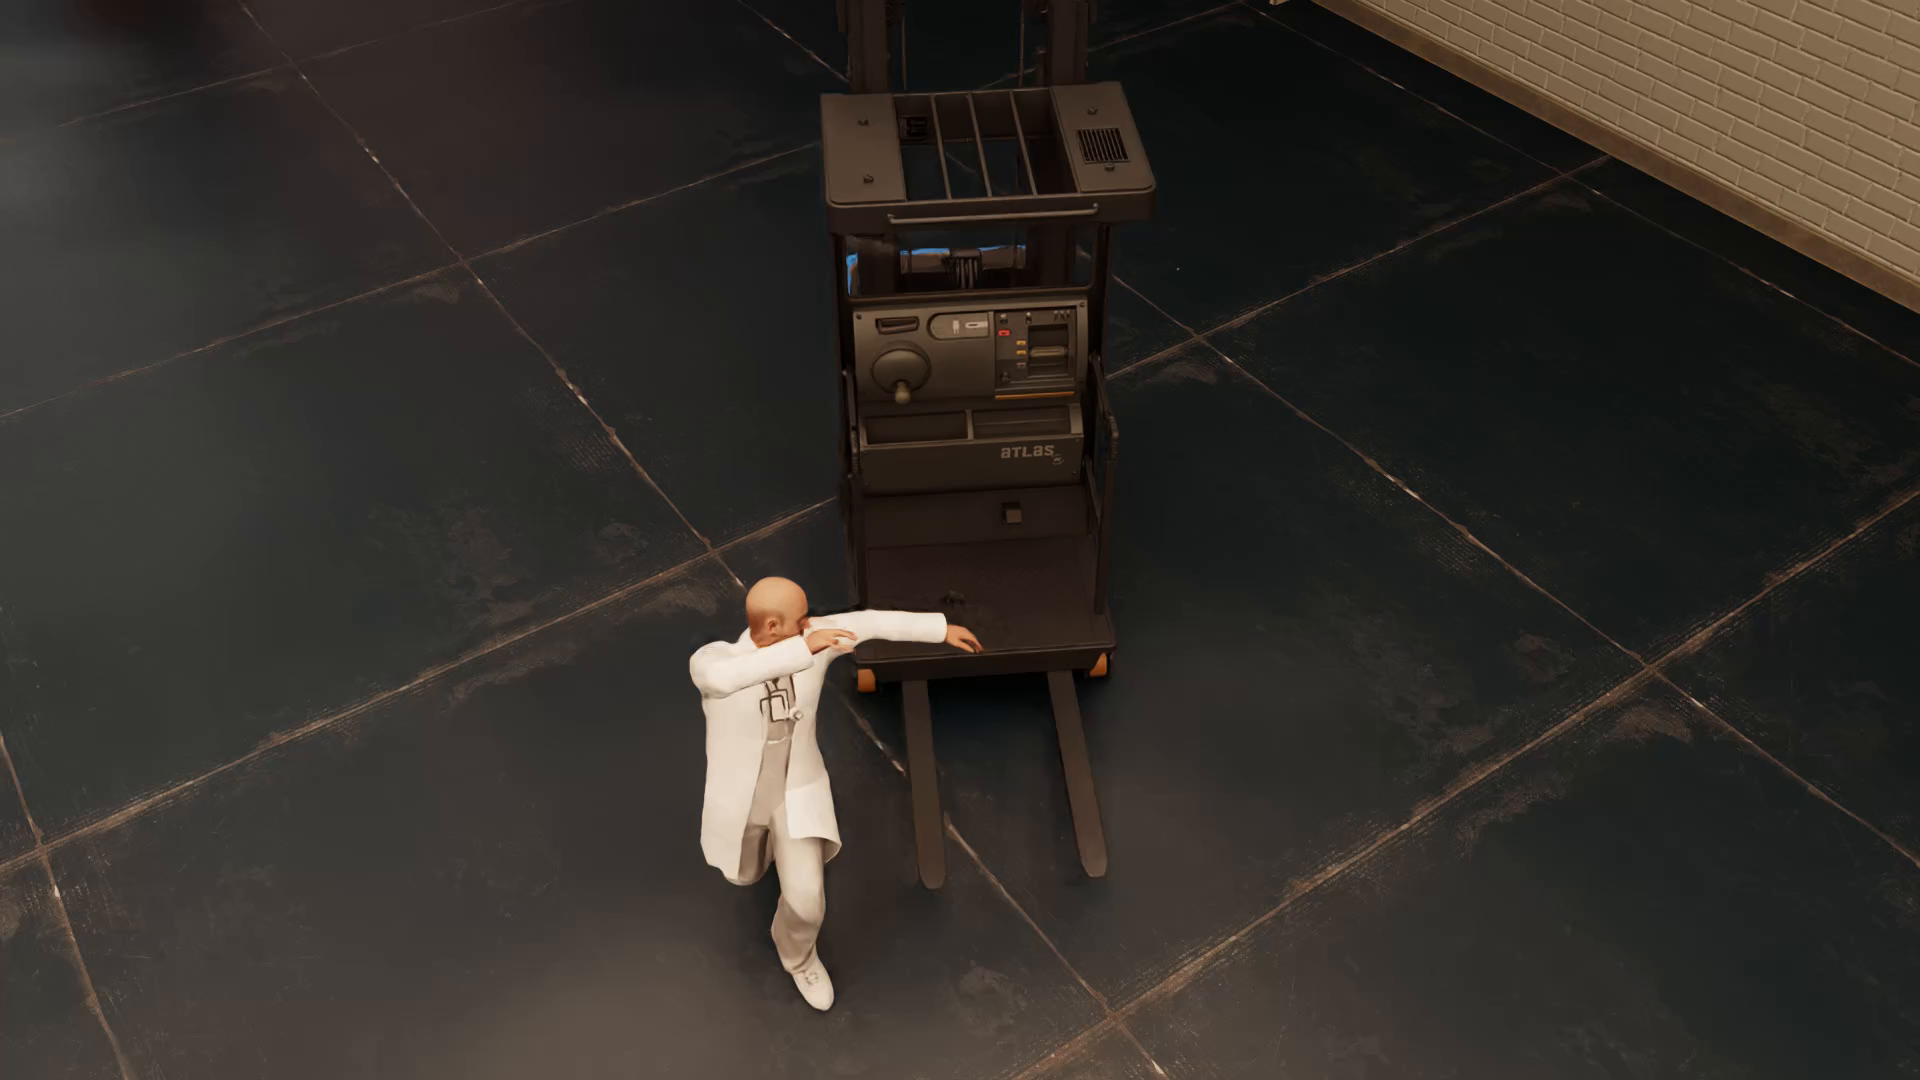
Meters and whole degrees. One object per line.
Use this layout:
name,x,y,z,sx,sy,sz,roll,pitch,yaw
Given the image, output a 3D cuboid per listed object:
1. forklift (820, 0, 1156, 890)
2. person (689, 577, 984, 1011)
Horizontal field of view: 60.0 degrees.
forklift,0.067,-0.664,6.436,1.130,2.935,3.031,-4,43,-4
person,-0.396,0.814,5.881,1.103,1.500,0.977,-7,43,-8
